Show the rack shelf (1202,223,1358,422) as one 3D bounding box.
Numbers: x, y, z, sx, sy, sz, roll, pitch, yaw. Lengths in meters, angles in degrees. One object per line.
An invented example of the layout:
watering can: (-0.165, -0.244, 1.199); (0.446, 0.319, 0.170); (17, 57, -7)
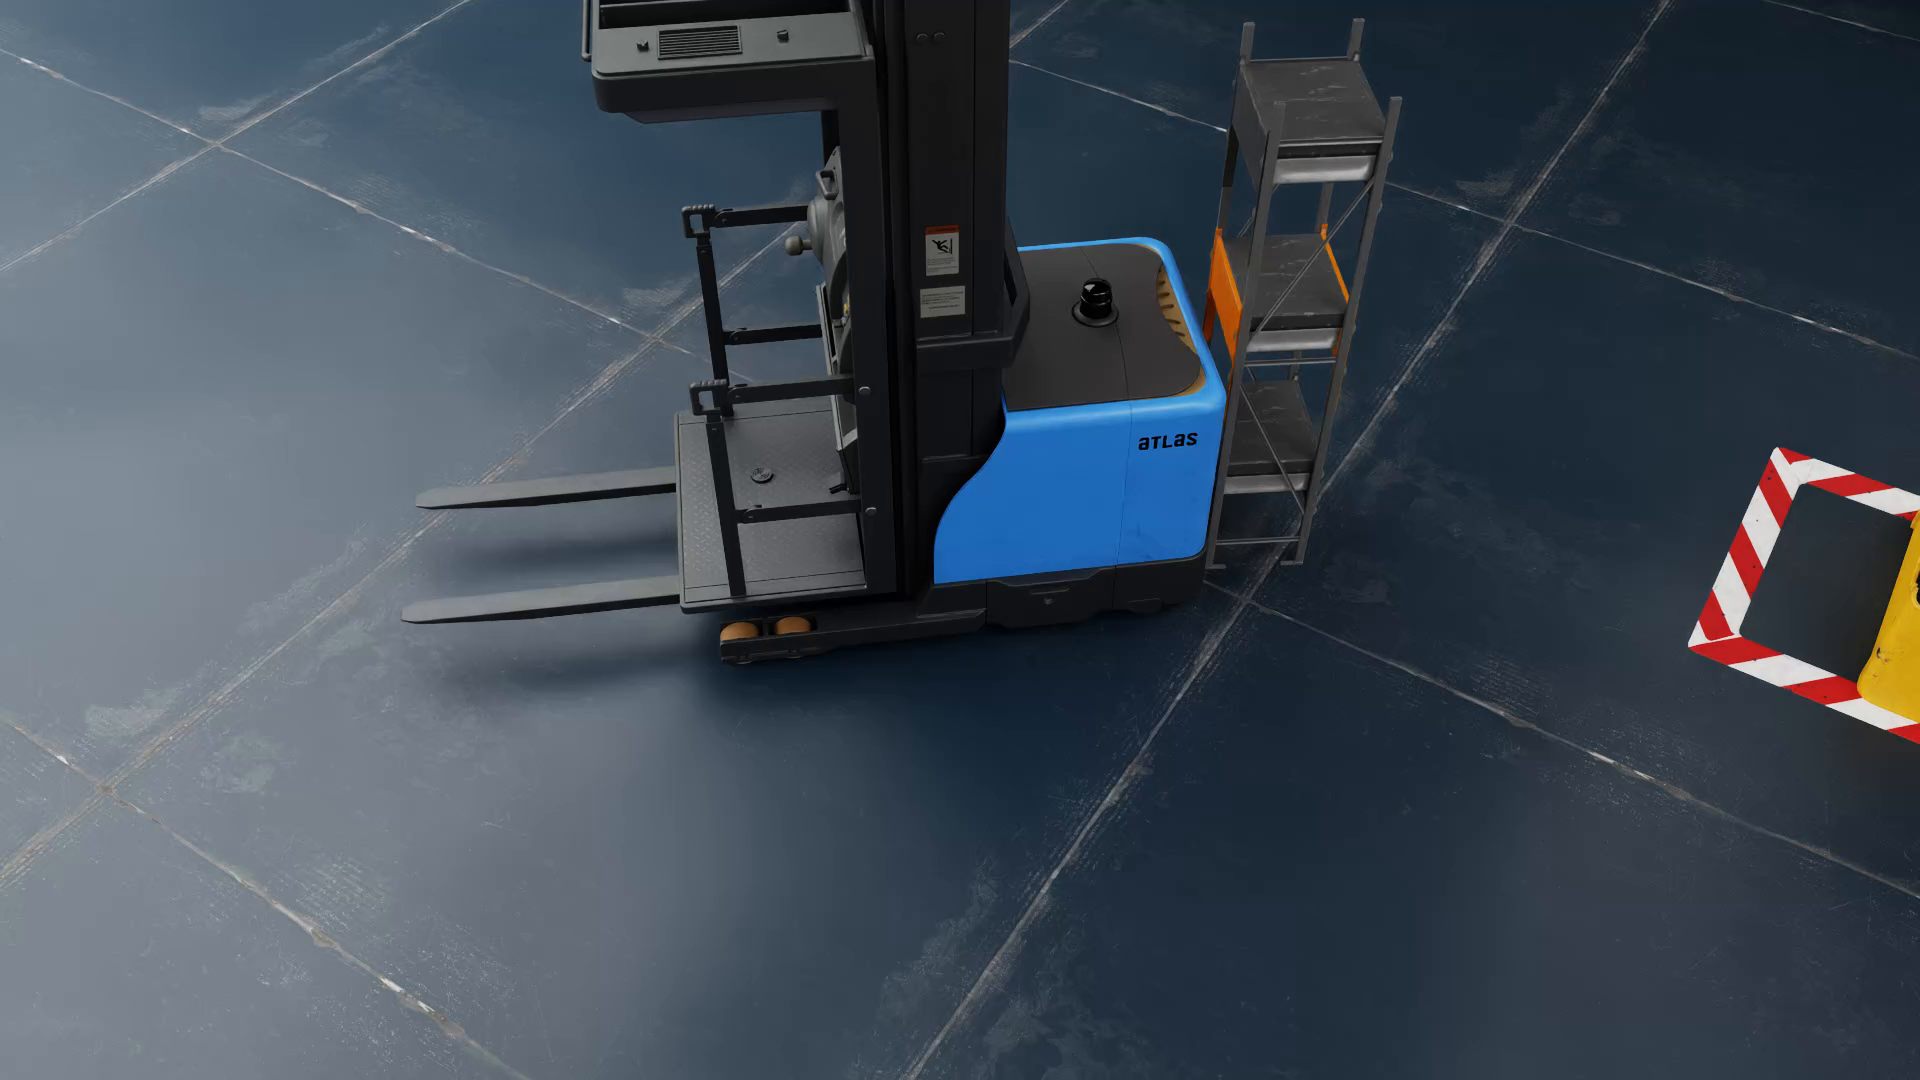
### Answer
rack shelf: (1.153, -0.793, 6.076); (0.431, 0.518, 0.480); (-3, 46, -3)

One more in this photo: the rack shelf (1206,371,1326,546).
rack shelf: (1.153, -0.305, 6.578); (0.431, 0.518, 0.480); (-3, 46, -3)

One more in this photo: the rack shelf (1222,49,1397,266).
rack shelf: (1.153, -1.281, 5.574); (0.431, 0.518, 0.480); (-3, 46, -3)

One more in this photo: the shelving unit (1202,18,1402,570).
shelving unit: (1.153, -0.803, 6.066); (0.431, 2.100, 0.503); (-3, 46, -3)

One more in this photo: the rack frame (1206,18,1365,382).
rack frame: (1.135, -0.977, 6.235); (0.400, 2.100, 0.015); (-3, 46, -3)

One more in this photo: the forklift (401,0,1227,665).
forklift: (-0.616, -0.959, 5.638); (3.031, 2.935, 1.130); (-6, 46, -6)

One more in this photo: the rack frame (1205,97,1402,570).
rack frame: (1.170, -0.628, 5.896); (0.400, 2.100, 0.015); (-3, 46, -3)

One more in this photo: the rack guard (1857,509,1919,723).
rack guard: (3.783, 0.120, 6.285); (0.348, 0.500, 1.175); (25, 51, 22)
